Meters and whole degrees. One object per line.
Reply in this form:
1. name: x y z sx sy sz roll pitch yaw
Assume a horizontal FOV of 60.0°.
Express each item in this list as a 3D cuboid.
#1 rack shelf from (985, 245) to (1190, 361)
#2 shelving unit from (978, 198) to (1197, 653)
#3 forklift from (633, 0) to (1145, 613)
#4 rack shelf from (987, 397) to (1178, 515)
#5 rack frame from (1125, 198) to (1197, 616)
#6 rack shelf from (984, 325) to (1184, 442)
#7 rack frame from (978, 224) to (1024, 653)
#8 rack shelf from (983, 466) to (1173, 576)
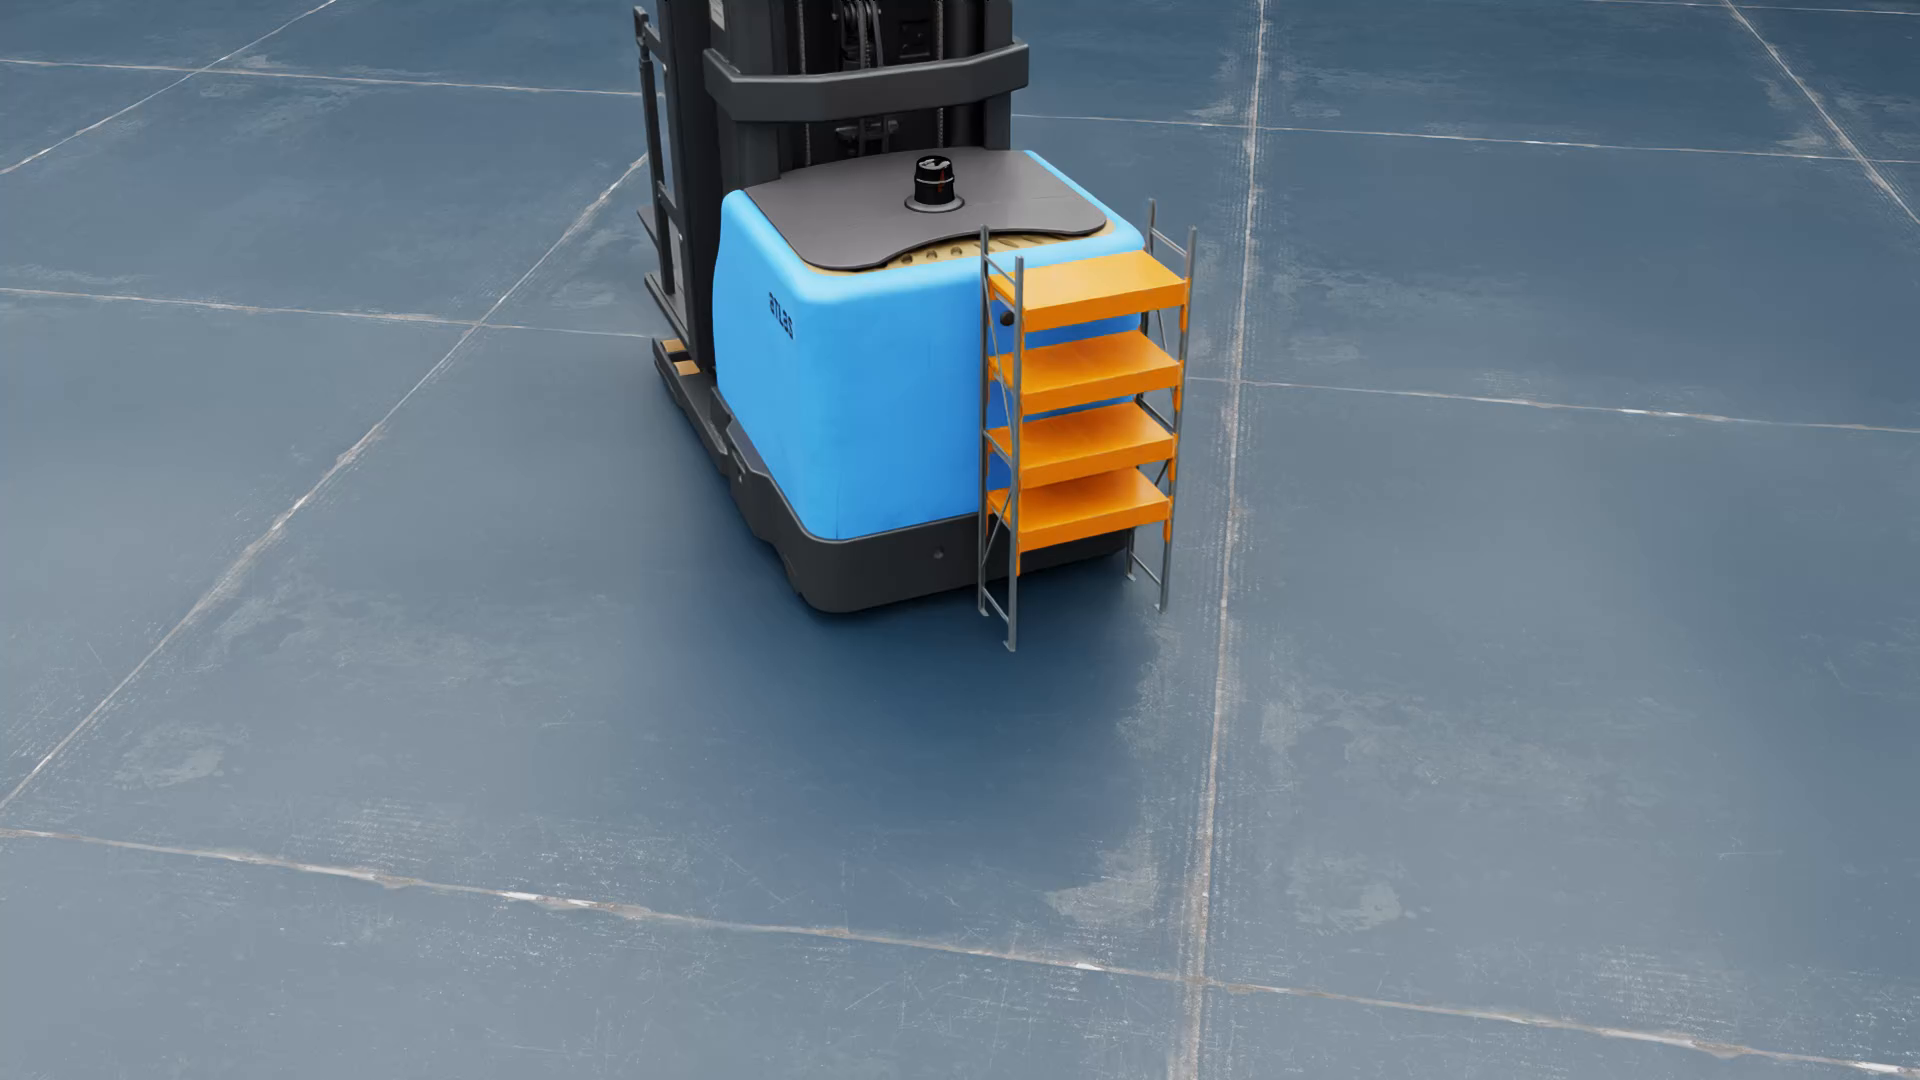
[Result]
1. rack shelf: 0.331 -0.629 4.384 0.480 0.148 0.258 -12 34 -19
2. shelving unit: 0.331 -0.296 4.592 0.503 1.200 0.258 -12 34 -19
3. forklift: -0.492 -1.802 5.367 1.130 2.935 3.031 -12 34 -19
4. rack shelf: 0.331 -0.239 4.628 0.480 0.148 0.258 -12 34 -19
5. rack frame: 0.556 -0.346 4.672 0.015 1.200 0.240 -12 34 -19
6. rack shelf: 0.331 -0.429 4.509 0.480 0.148 0.258 -12 34 -19
7. rack frame: 0.106 -0.246 4.513 0.015 1.200 0.240 -12 34 -19
8. rack shelf: 0.331 -0.071 4.733 0.480 0.148 0.258 -12 34 -19
